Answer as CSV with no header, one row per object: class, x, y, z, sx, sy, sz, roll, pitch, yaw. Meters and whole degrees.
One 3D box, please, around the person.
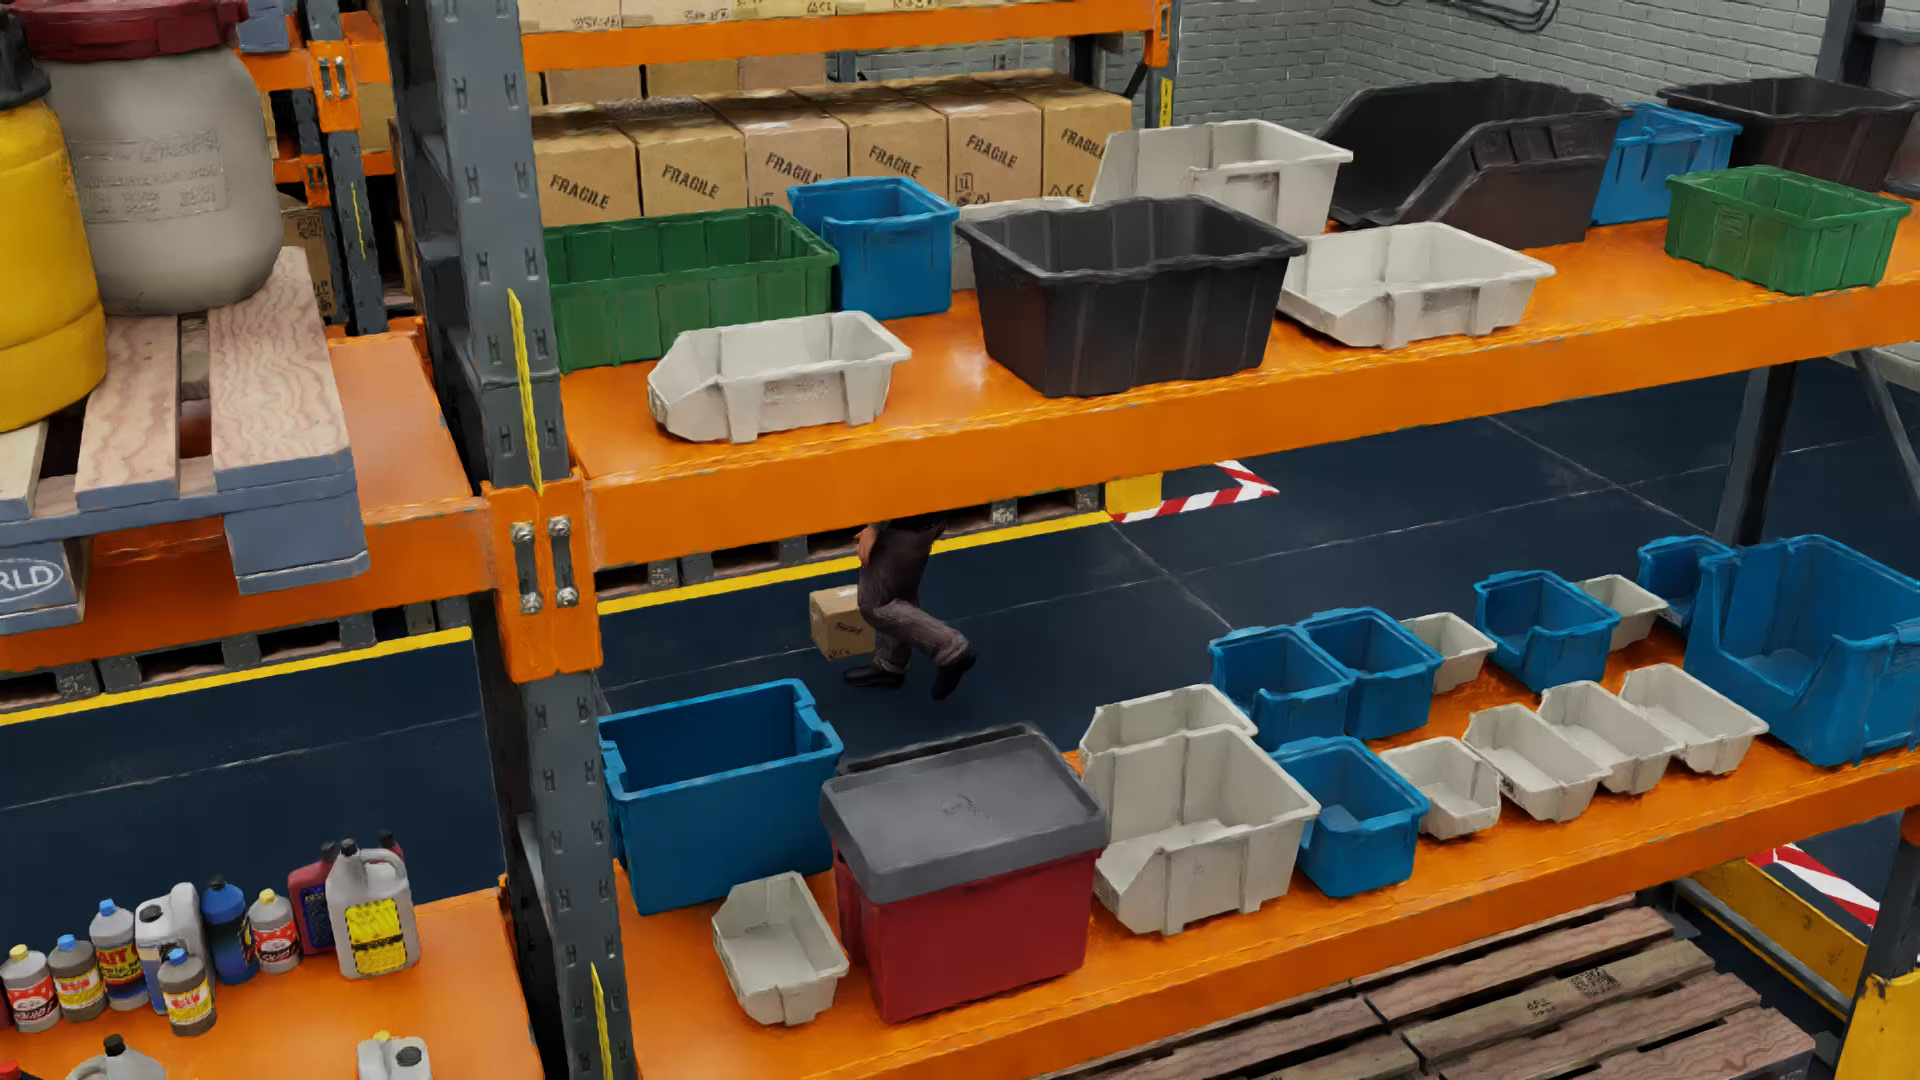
person,-0.217,-0.081,7.302,0.692,1.725,0.563,10,27,19
